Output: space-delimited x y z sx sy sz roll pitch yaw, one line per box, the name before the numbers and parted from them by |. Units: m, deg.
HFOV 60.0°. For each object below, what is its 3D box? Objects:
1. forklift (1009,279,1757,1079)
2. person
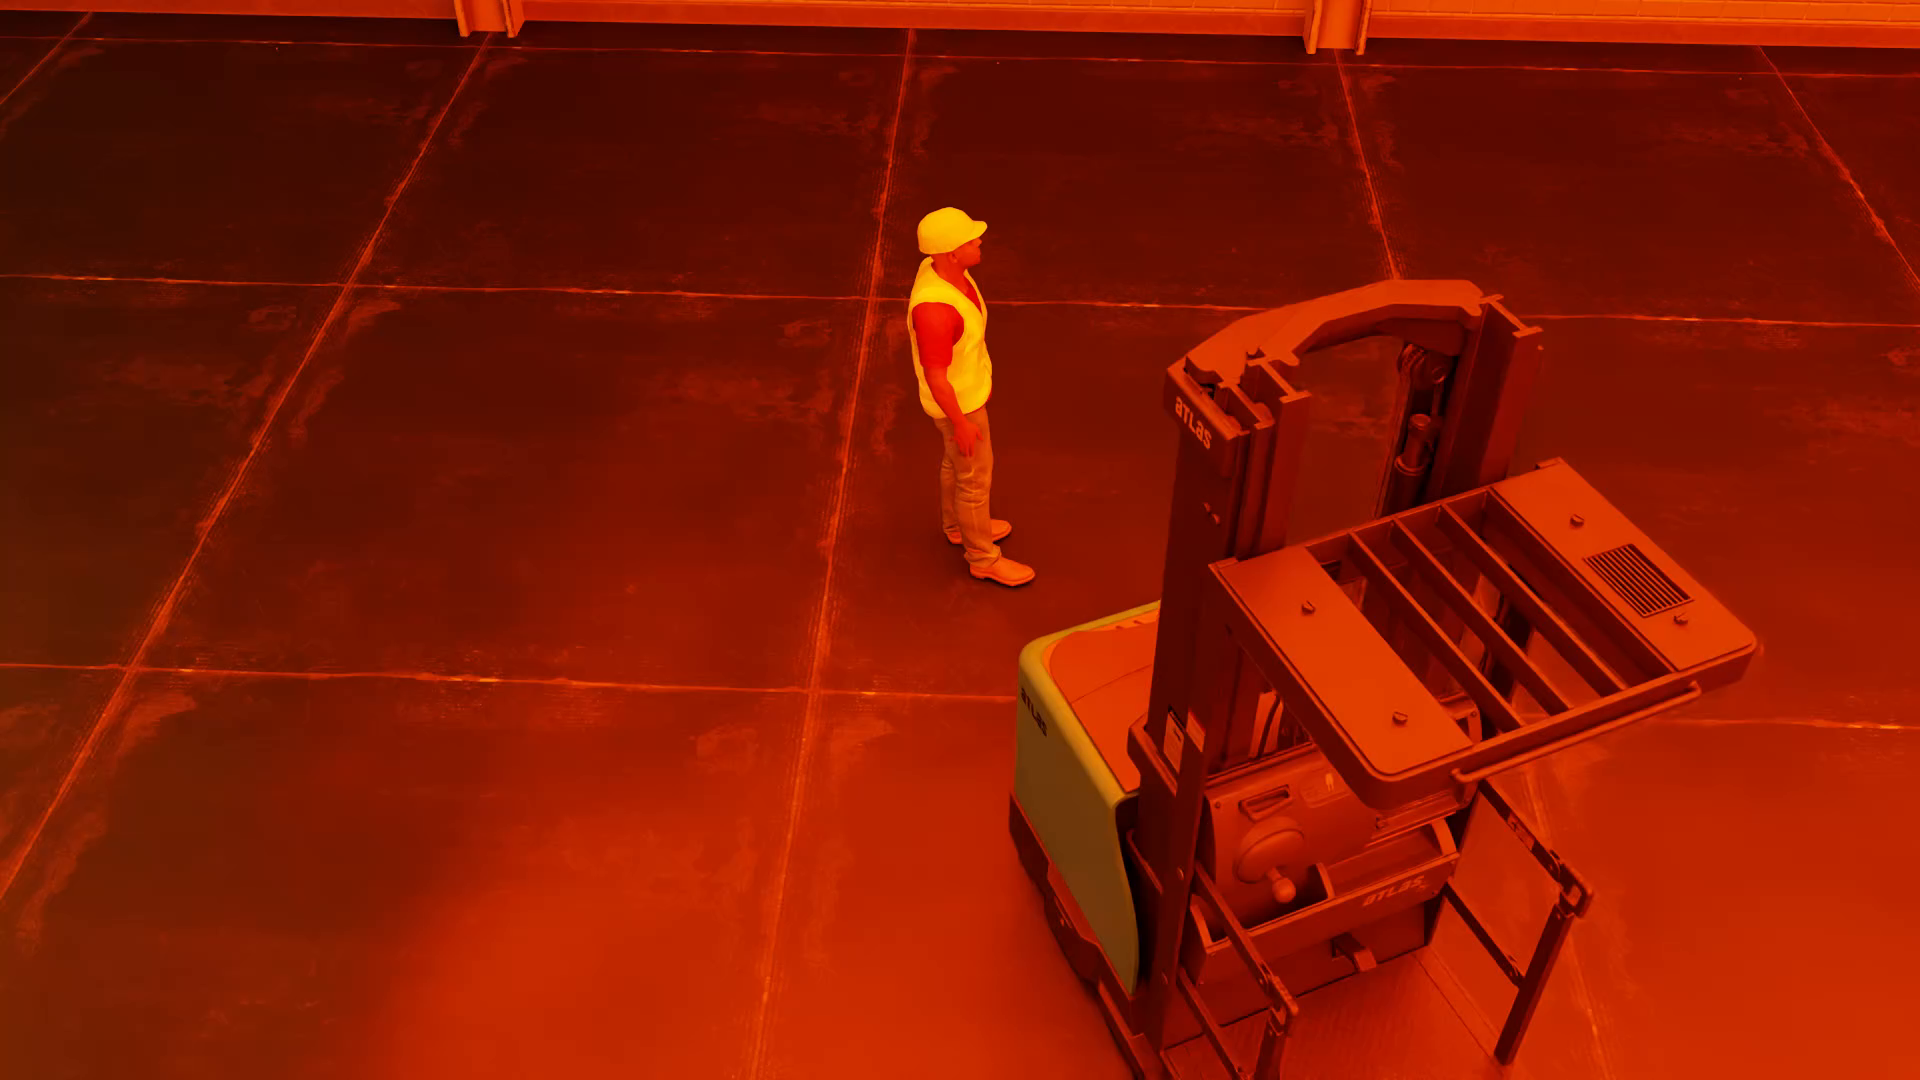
forklift | 1.237 0.865 4.794 1.130 2.935 3.031 -16 45 -17
person | 0.070 -0.652 7.310 0.575 1.768 0.666 2 42 2
